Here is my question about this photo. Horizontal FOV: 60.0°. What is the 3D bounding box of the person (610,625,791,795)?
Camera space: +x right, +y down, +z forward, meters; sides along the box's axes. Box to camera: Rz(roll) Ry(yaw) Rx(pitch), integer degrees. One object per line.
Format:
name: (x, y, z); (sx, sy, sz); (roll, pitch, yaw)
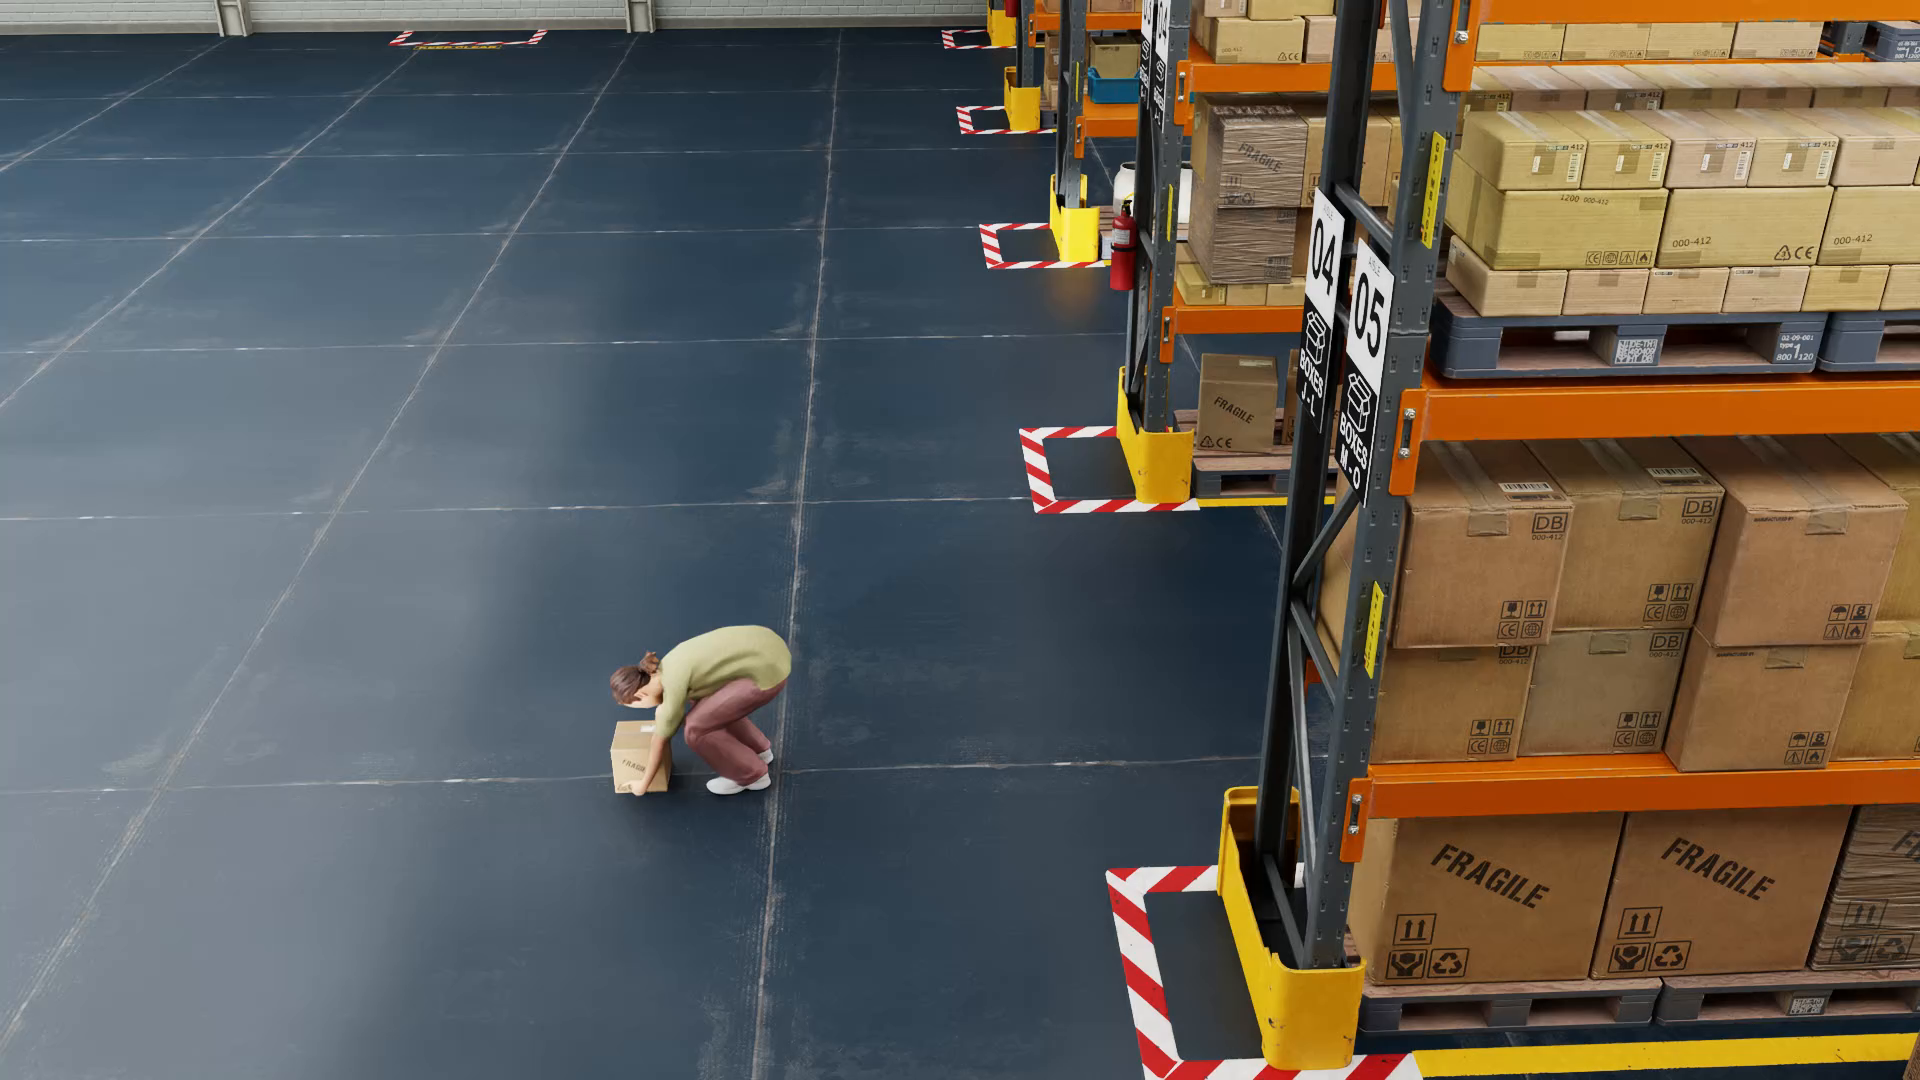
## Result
person: (-1.233, 0.821, 8.018); (0.860, 0.817, 0.475); (-2, 28, -5)
